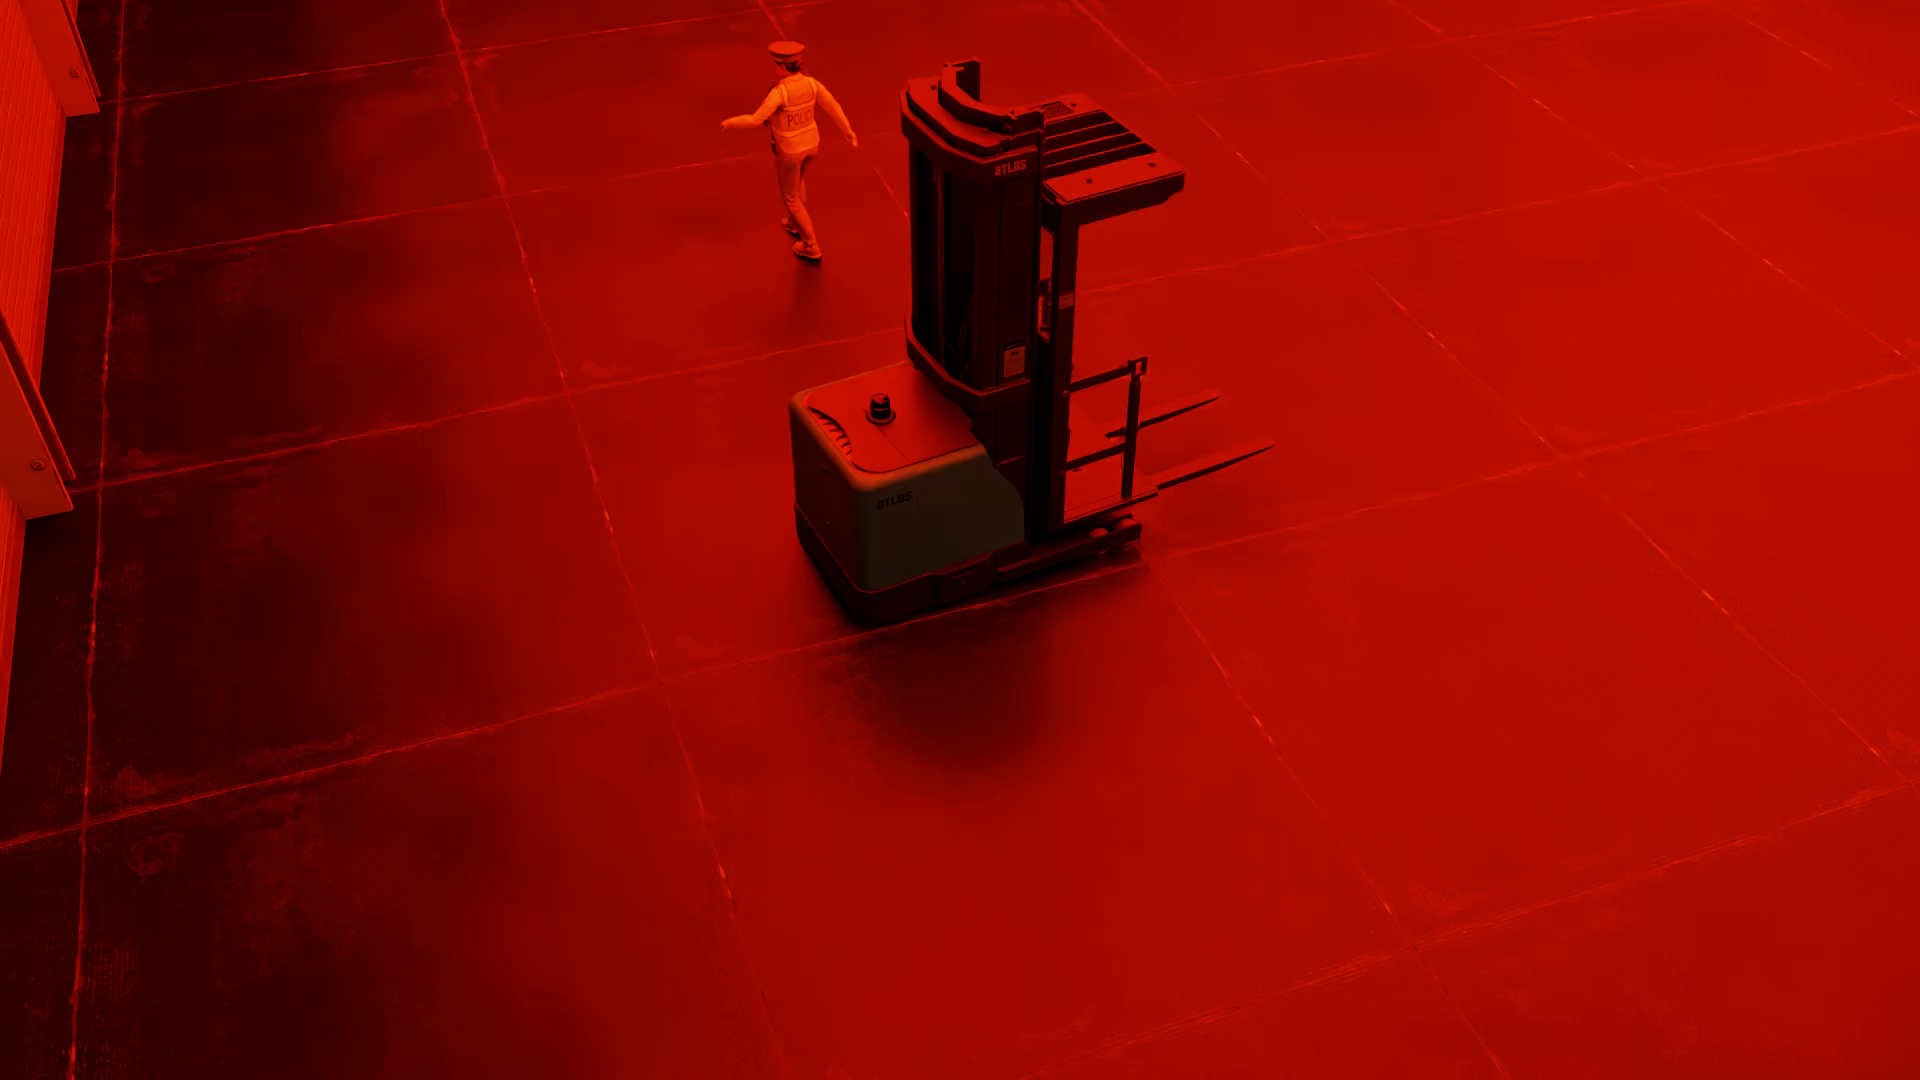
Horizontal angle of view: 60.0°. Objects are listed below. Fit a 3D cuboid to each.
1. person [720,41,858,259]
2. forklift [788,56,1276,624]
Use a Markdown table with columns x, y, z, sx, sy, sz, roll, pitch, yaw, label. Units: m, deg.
| x | y | z | sx | sy | sz | roll | pitch | yaw | label |
| --- | --- | --- | --- | --- | --- | --- | --- | --- | --- |
| -1.250 | -2.980 | 12.568 | 0.893 | 1.650 | 0.718 | -31 | 49 | -32 | person |
| 0.537 | -1.312 | 9.559 | 3.031 | 2.935 | 1.130 | -19 | 44 | -21 | forklift |
